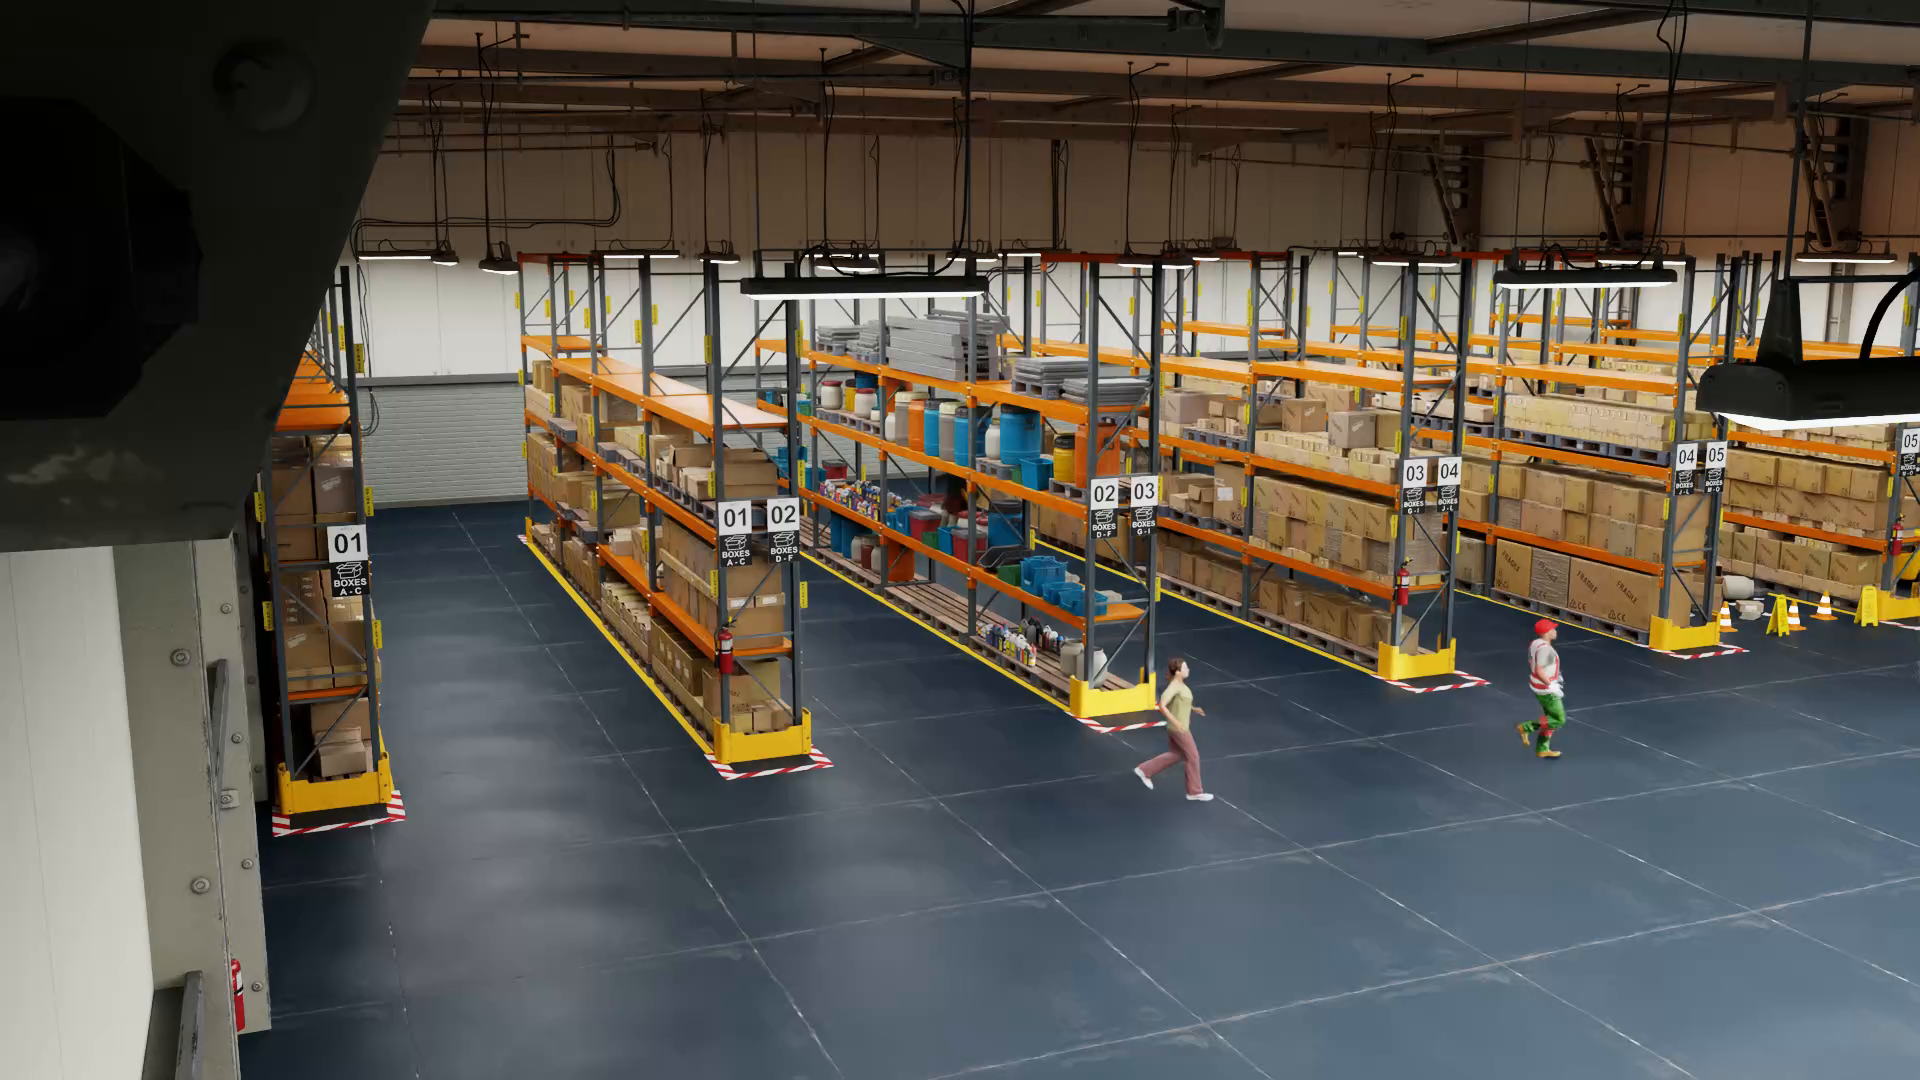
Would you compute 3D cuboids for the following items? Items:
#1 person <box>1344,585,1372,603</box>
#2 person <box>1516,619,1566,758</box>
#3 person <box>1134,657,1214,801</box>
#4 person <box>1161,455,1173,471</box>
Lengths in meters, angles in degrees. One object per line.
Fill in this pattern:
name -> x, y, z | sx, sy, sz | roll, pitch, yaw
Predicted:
person -> 6.975, 0.252, 29.207 | 0.559, 1.586, 0.855 | -5, 12, -26
person -> 7.118, 1.815, 20.362 | 0.592, 1.741, 0.672 | 1, 10, 6
person -> 2.426, 2.125, 18.772 | 0.906, 1.646, 0.605 | 2, 10, 8
person -> 5.225, -2.039, 41.446 | 0.764, 1.689, 0.666 | -6, 12, -29
